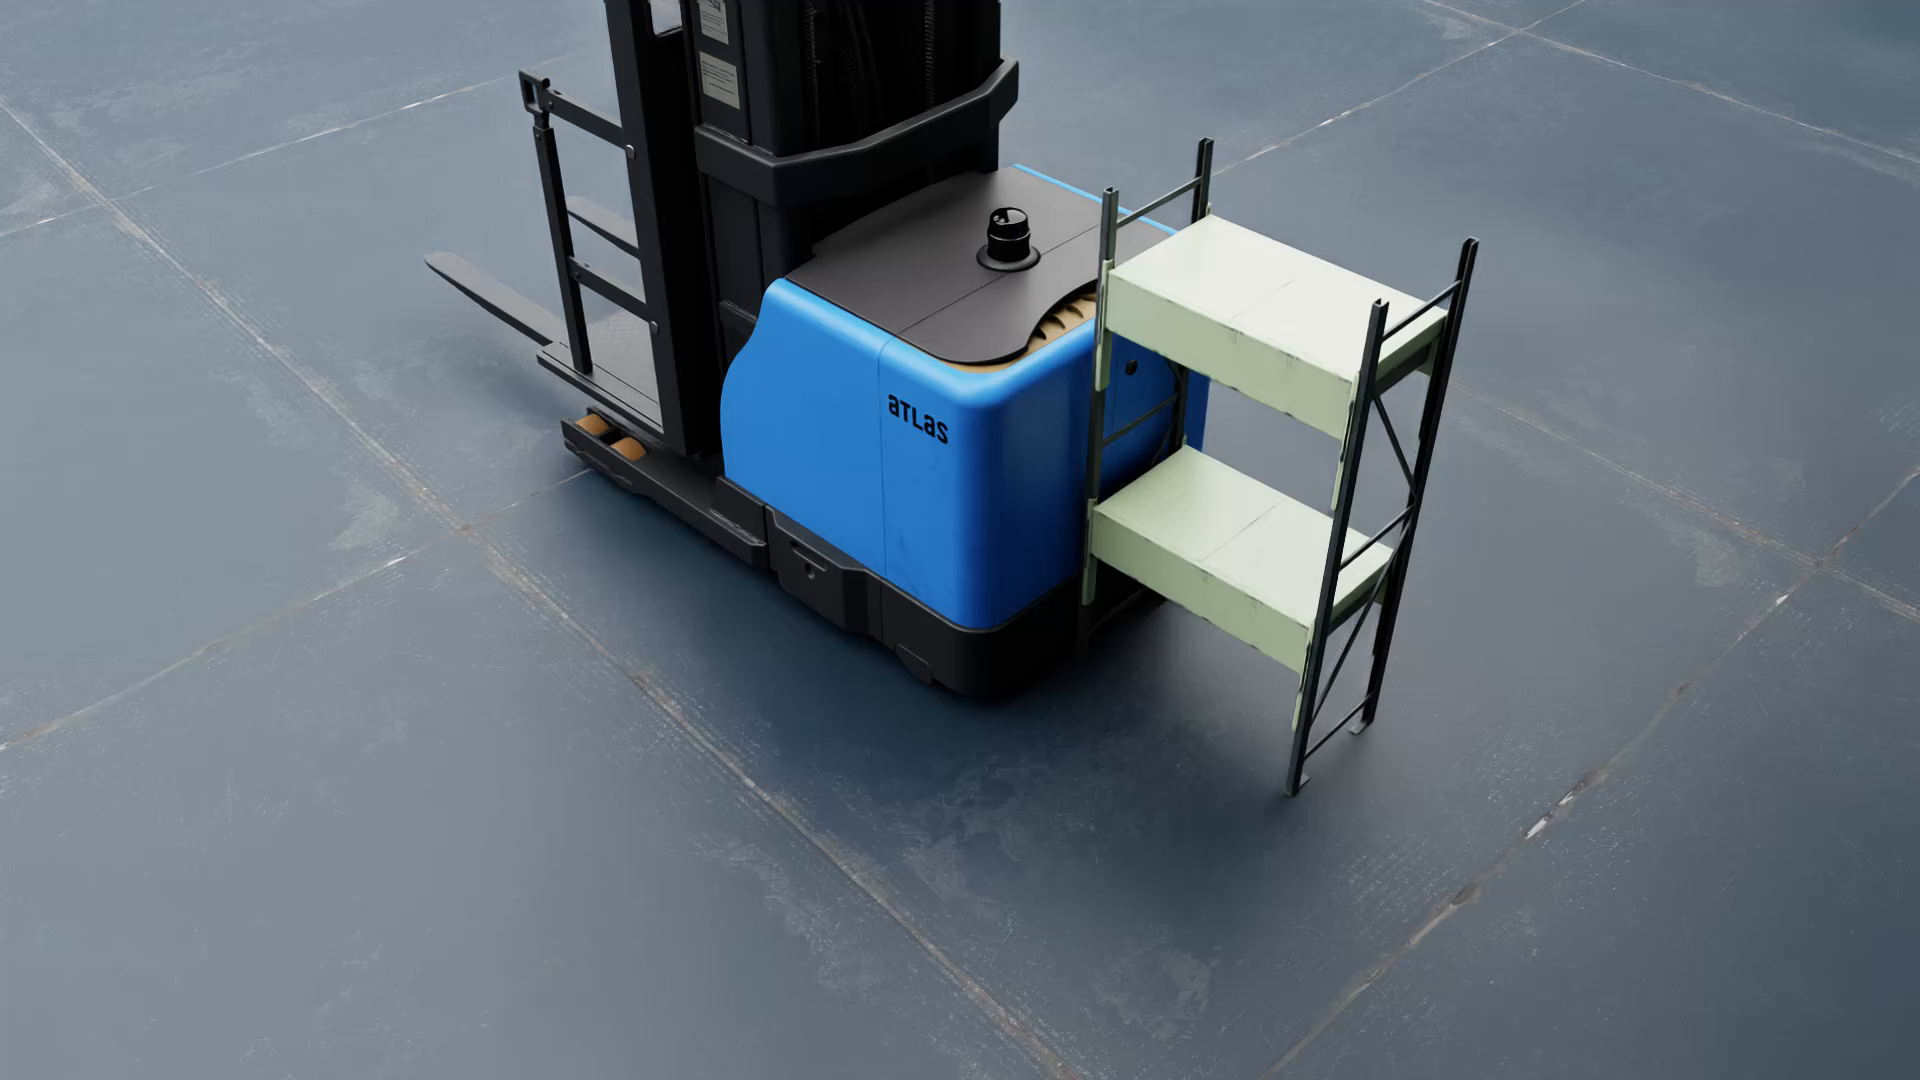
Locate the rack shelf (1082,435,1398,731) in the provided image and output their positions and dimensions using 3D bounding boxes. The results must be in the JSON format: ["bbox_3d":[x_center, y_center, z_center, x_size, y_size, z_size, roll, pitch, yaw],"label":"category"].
[{"bbox_3d":[0.742,0.098,4.454,0.720,0.370,0.431,31,48,33],"label":"rack shelf"}]

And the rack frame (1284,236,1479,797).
[{"bbox_3d":[1.007,0.003,4.052,0.023,1.500,0.400,31,48,33],"label":"rack frame"}]

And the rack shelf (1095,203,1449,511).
[{"bbox_3d":[0.742,-0.459,4.004,0.720,0.370,0.431,31,48,33],"label":"rack shelf"}]

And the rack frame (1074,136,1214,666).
[{"bbox_3d":[0.478,-0.315,4.446,0.023,1.500,0.400,31,48,33],"label":"rack frame"}]

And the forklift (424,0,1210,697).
[{"bbox_3d":[-0.678,-1.518,4.796,3.031,2.935,1.130,31,48,33],"label":"forklift"}]

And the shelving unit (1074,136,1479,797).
[{"bbox_3d":[0.742,-0.156,4.249,0.755,1.500,0.431,31,48,33],"label":"shelving unit"}]
